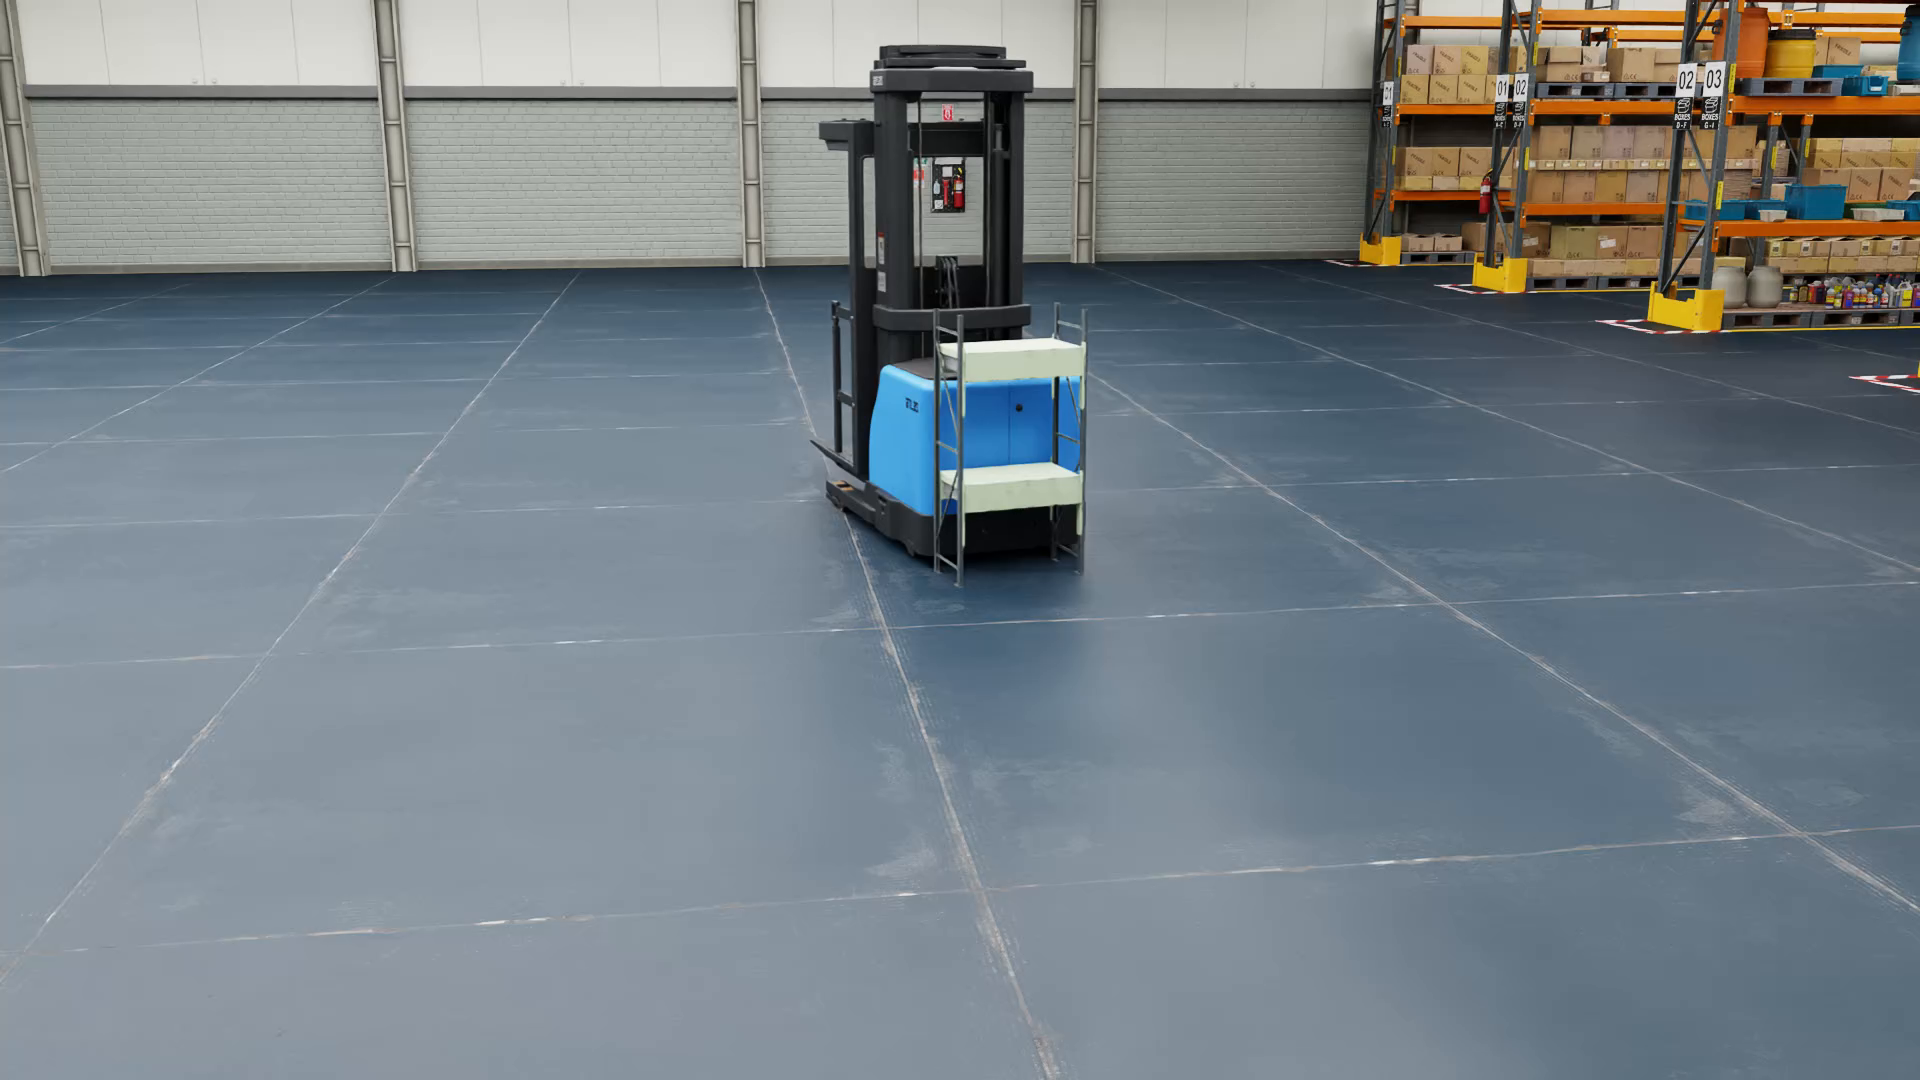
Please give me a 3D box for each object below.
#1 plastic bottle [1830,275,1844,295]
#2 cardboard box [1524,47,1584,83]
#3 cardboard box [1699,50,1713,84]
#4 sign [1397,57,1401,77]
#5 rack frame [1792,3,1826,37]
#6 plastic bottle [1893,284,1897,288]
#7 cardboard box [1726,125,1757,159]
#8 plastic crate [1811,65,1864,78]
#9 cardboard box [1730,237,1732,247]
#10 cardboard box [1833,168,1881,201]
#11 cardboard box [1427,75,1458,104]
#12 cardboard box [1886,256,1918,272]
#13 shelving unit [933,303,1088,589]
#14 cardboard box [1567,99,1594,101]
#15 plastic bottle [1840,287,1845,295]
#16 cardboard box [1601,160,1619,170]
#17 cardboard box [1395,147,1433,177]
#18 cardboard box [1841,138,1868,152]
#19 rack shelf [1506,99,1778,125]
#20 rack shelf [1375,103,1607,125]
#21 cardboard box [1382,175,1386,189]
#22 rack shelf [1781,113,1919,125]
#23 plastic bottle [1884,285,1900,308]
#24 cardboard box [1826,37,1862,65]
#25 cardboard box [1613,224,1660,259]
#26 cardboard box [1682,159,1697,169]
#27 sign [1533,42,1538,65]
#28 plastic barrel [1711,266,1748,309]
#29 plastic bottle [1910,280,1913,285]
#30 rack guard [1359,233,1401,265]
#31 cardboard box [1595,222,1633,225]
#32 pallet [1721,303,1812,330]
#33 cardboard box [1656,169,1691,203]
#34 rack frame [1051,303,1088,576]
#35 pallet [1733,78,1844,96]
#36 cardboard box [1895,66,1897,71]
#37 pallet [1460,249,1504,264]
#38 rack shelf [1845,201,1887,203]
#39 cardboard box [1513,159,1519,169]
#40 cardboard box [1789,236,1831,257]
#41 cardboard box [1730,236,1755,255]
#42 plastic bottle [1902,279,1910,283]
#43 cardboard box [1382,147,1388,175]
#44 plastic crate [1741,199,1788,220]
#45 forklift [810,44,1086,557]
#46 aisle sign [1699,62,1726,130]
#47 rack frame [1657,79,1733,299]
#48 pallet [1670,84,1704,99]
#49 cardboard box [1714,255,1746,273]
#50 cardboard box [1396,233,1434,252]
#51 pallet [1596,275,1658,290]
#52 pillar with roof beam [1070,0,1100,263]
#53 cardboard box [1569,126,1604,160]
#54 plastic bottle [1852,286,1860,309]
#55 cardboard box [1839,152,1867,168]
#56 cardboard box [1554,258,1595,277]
[{"bbox_3d":[11.402,-3.278,21.666,0.185,0.351,0.144,-2,14,-6],"label":"plastic bottle"},{"bbox_3d":[8.932,-7.151,25.039,0.637,0.503,0.797,-1,14,-4],"label":"cardboard box"},{"bbox_3d":[11.782,-7.319,25.718,0.500,0.500,0.500,-1,14,-4],"label":"cardboard box"},{"bbox_3d":[7.703,-8.294,29.164,0.005,0.325,0.100,-2,14,-8],"label":"sign"},{"bbox_3d":[15.533,-9.746,30.582,0.127,3.000,1.000,-2,14,-8],"label":"rack frame"},{"bbox_3d":[11.909,-3.116,21.159,0.133,0.283,0.061,-2,14,-8],"label":"plastic bottle"},{"bbox_3d":[11.881,-6.159,25.743,0.500,0.500,0.700,-2,14,-8],"label":"cardboard box"},{"bbox_3d":[10.939,-5.751,20.855,0.575,0.384,0.392,-2,14,-8],"label":"plastic crate"},{"bbox_3d":[14.302,-5.807,31.446,0.500,0.500,0.700,-2,14,-8],"label":"cardboard box"},{"bbox_3d":[14.097,-5.609,26.215,0.500,0.500,0.500,-2,14,-8],"label":"cardboard box"},{"bbox_3d":[8.526,-8.022,29.628,0.500,0.500,0.500,-1,14,-5],"label":"cardboard box"},{"bbox_3d":[14.784,-4.399,26.387,0.500,0.250,0.500,-2,14,-7],"label":"cardboard box"},{"bbox_3d":[0.276,-0.536,9.276,0.755,1.500,0.431,-5,15,-21],"label":"shelving unit"},{"bbox_3d":[11.112,-8.126,30.044,0.500,0.500,0.500,-2,14,-7],"label":"cardboard box"},{"bbox_3d":[11.464,-3.178,21.575,0.097,0.201,0.097,0,14,0],"label":"plastic bottle"},{"bbox_3d":[9.804,-5.718,25.315,0.250,0.149,0.380,-3,14,-10],"label":"cardboard box"},{"bbox_3d":[8.139,-6.791,29.861,0.500,0.500,0.500,-2,14,-8],"label":"cardboard box"},{"bbox_3d":[16.551,-7.376,31.067,0.500,0.250,0.500,-2,14,-9],"label":"cardboard box"},{"bbox_3d":[10.341,-6.533,25.417,4.000,0.370,1.077,-2,14,-8],"label":"rack shelf"},{"bbox_3d":[9.600,-7.724,30.168,4.000,0.370,1.077,-2,14,-8],"label":"rack shelf"},{"bbox_3d":[8.055,-6.546,30.425,0.500,0.250,0.500,-2,14,-7],"label":"cardboard box"},{"bbox_3d":[17.510,-8.014,31.324,4.000,0.370,1.077,-2,14,-8],"label":"rack shelf"},{"bbox_3d":[11.789,-3.084,21.046,0.135,0.276,0.152,-2,14,-7],"label":"plastic bottle"},{"bbox_3d":[13.494,-7.488,25.650,0.500,0.500,0.500,-1,14,-3],"label":"cardboard box"},{"bbox_3d":[10.411,-4.608,25.676,0.500,0.500,0.500,-2,14,-8],"label":"cardboard box"},{"bbox_3d":[11.076,-5.765,25.502,0.250,0.149,0.380,-2,14,-9],"label":"cardboard box"},{"bbox_3d":[8.440,-7.138,24.391,0.005,0.325,0.100,-2,14,-8],"label":"sign"},{"bbox_3d":[9.737,-3.202,21.074,0.421,0.512,0.421,0,14,0],"label":"plastic barrel"},{"bbox_3d":[12.374,-3.253,21.708,0.133,0.283,0.061,-2,14,-8],"label":"plastic bottle"},{"bbox_3d":[7.697,-5.336,30.471,0.348,0.500,1.175,-2,14,-8],"label":"rack guard"},{"bbox_3d":[10.331,-4.737,26.190,0.500,0.500,0.500,-2,14,-8],"label":"cardboard box"},{"bbox_3d":[9.970,-2.852,21.161,1.213,0.211,1.003,-2,14,-8],"label":"pallet"},{"bbox_3d":[10.864,-5.492,25.750,0.500,0.500,0.700,-2,14,-7],"label":"cardboard box"},{"bbox_3d":[0.616,-0.569,9.406,0.023,1.500,0.400,-5,15,-21],"label":"rack frame"},{"bbox_3d":[9.930,-5.532,20.338,1.213,0.211,1.003,-2,14,-8],"label":"pallet"},{"bbox_3d":[17.556,-8.653,31.284,0.500,0.500,0.700,-2,14,-8],"label":"cardboard box"},{"bbox_3d":[9.709,-5.260,30.763,1.213,0.211,1.003,-2,14,-8],"label":"pallet"},{"bbox_3d":[14.297,-5.223,26.360,4.000,0.370,1.077,-2,14,-8],"label":"rack shelf"},{"bbox_3d":[8.713,-5.777,25.552,0.250,0.149,0.380,-2,14,-9],"label":"cardboard box"},{"bbox_3d":[13.260,-4.613,26.087,0.500,0.311,0.500,-2,14,-9],"label":"cardboard box"},{"bbox_3d":[12.677,-4.725,26.532,0.500,0.311,0.500,-2,14,-8],"label":"cardboard box"},{"bbox_3d":[12.357,-3.275,21.811,0.135,0.276,0.152,-2,14,-6],"label":"plastic bottle"},{"bbox_3d":[8.056,-6.915,30.353,0.500,0.500,0.500,-2,14,-9],"label":"cardboard box"},{"bbox_3d":[10.191,-4.203,21.120,0.408,0.251,0.499,-2,14,-8],"label":"plastic crate"},{"bbox_3d":[-0.251,-1.638,10.728,1.130,2.935,3.031,-5,15,-20],"label":"forklift"},{"bbox_3d":[9.070,-5.351,20.046,0.004,0.787,0.394,-2,14,-8],"label":"aisle sign"},{"bbox_3d":[9.098,-4.163,20.654,0.127,3.000,1.000,-2,14,-8],"label":"rack frame"},{"bbox_3d":[11.479,-6.874,25.481,1.213,0.211,1.003,-2,14,-8],"label":"pallet"},{"bbox_3d":[11.893,-4.300,25.990,0.500,0.250,0.500,-2,14,-8],"label":"cardboard box"},{"bbox_3d":[8.319,-5.458,30.443,0.500,0.311,0.500,-4,15,-15],"label":"cardboard box"},{"bbox_3d":[10.317,-4.083,26.068,1.213,0.211,1.003,-2,14,-8],"label":"pallet"},{"bbox_3d":[2.894,-8.436,25.361,0.400,9.000,9.100,-2,14,-8],"label":"pillar with roof beam"},{"bbox_3d":[9.399,-6.068,25.379,0.500,0.500,0.700,-2,14,-10],"label":"cardboard box"},{"bbox_3d":[11.276,-3.056,20.945,0.097,0.271,0.097,0,14,0],"label":"plastic bottle"},{"bbox_3d":[16.570,-7.011,31.153,0.500,0.500,0.500,-2,14,-6],"label":"cardboard box"},{"bbox_3d":[9.421,-4.209,25.629,0.500,0.250,0.500,-2,14,-8],"label":"cardboard box"}]
